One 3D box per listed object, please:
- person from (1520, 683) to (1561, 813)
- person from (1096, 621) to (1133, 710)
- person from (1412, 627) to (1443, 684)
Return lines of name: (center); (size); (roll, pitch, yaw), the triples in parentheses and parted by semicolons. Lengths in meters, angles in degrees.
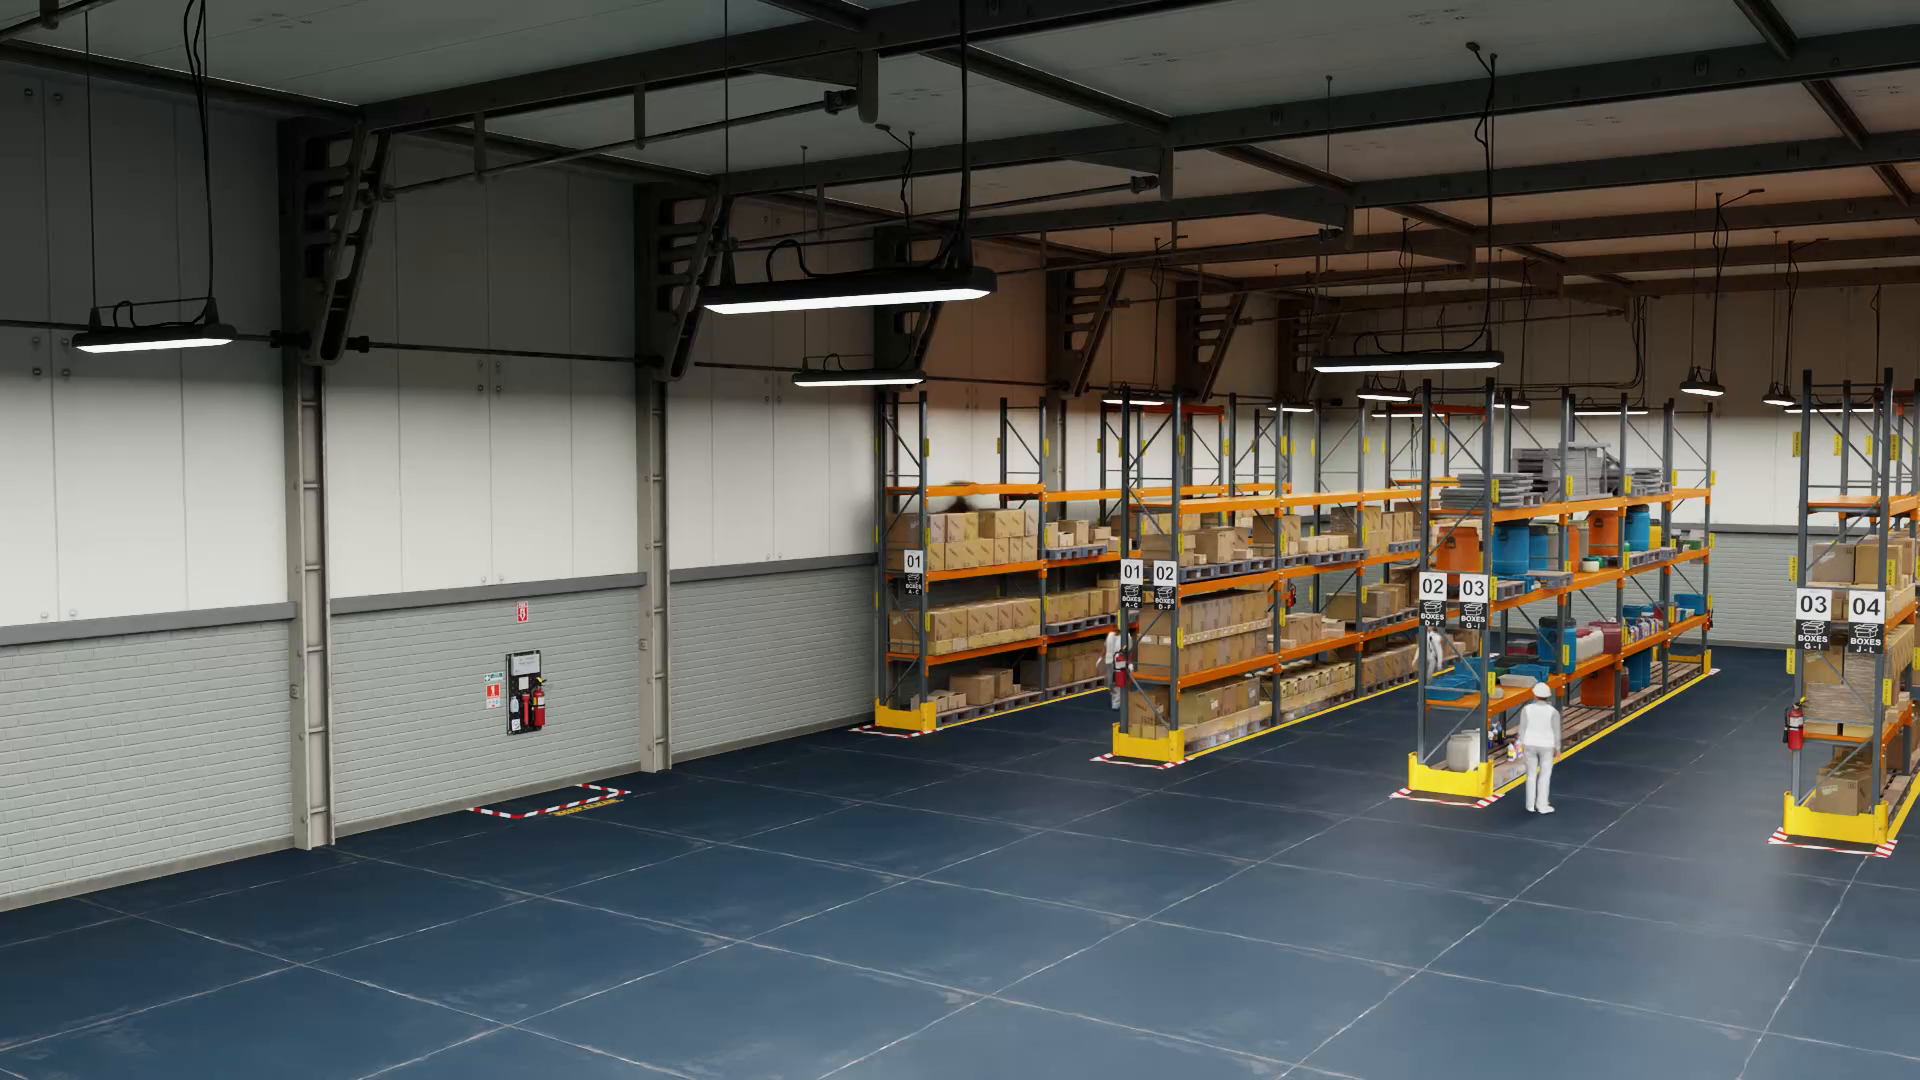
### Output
person: (7.976, 2.845, 22.831); (0.553, 1.779, 0.389); (2, 4, 36)
person: (2.990, 2.374, 31.963); (0.684, 1.729, 1.012); (1, 3, 21)
person: (9.218, 2.361, 32.709); (0.554, 1.636, 0.993); (3, 4, 40)
